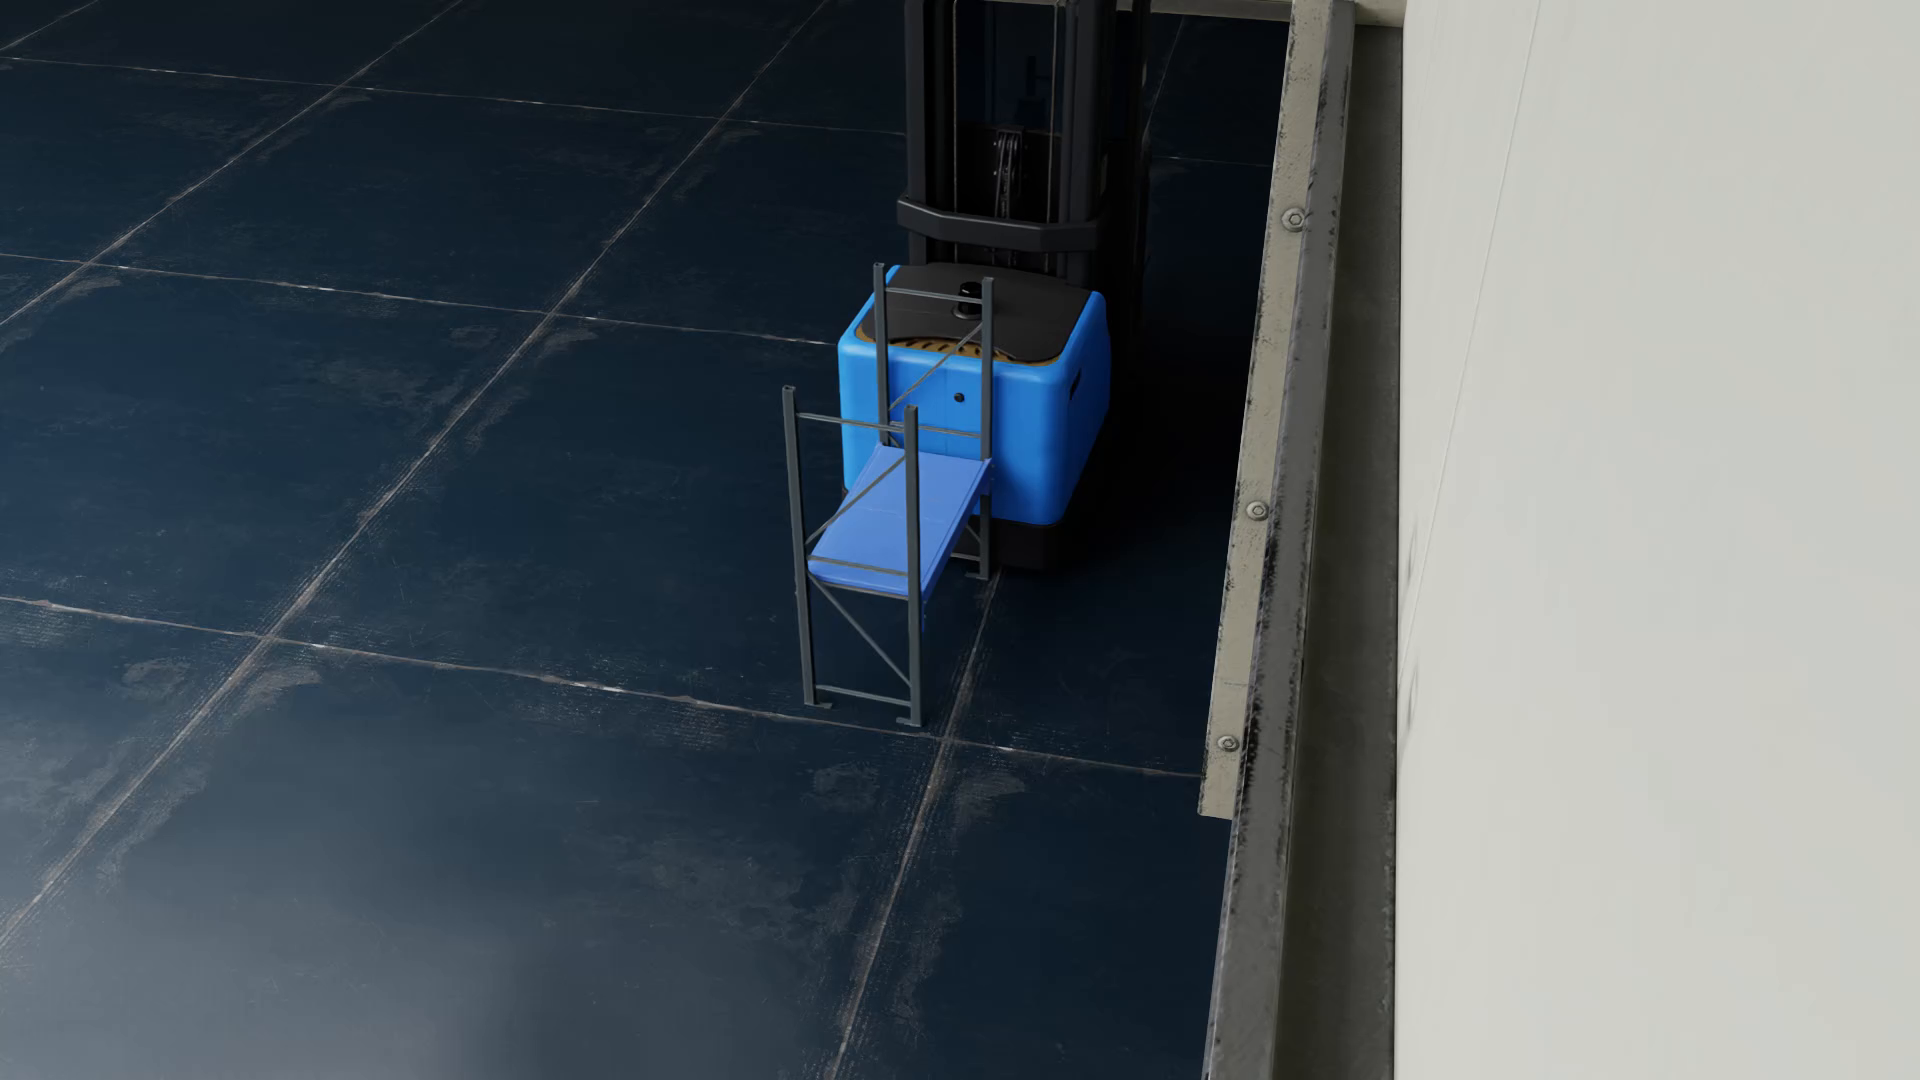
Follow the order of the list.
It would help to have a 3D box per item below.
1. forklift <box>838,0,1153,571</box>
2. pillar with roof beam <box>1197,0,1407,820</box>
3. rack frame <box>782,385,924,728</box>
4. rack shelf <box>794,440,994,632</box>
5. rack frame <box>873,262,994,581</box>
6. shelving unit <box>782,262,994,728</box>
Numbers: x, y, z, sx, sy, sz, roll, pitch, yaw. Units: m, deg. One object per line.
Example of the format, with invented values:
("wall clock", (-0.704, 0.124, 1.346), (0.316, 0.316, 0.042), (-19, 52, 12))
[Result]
("forklift", (0.362, -1.914, 7.894), (1.130, 2.935, 3.031), (10, 37, 13))
("pillar with roof beam", (-3.111, -3.237, 4.548), (9.100, 9.000, 0.400), (7, 37, 10))
("rack frame", (-0.392, 0.102, 6.331), (0.500, 1.500, 0.032), (10, 37, 13))
("rack shelf", (-0.249, -0.039, 6.832), (0.538, 0.185, 1.000), (10, 37, 13))
("rack frame", (-0.107, -0.471, 7.121), (0.500, 1.500, 0.032), (10, 37, 13))
("shelving unit", (-0.249, -0.184, 6.726), (0.538, 1.500, 1.048), (10, 37, 13))
